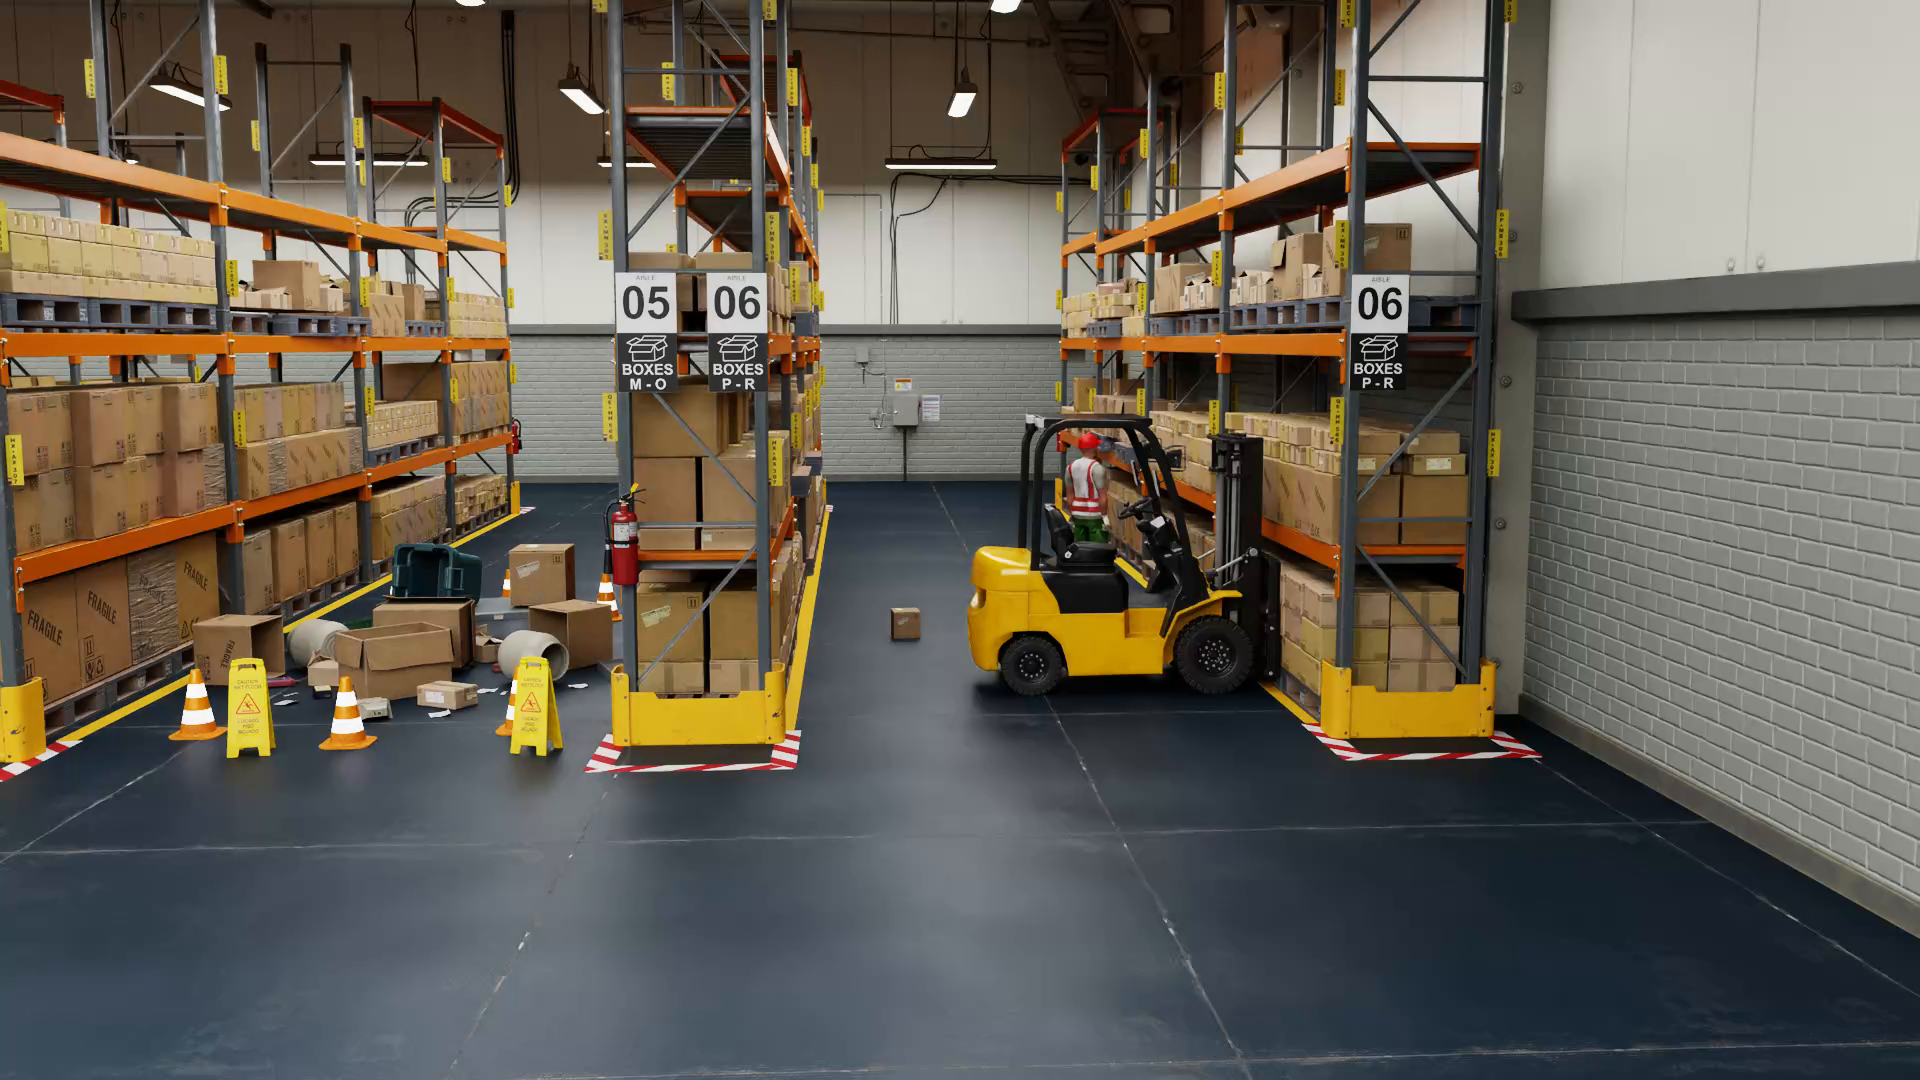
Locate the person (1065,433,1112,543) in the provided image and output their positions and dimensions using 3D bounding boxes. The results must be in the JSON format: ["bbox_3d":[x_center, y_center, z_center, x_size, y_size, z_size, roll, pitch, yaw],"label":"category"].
[{"bbox_3d":[1.386,-0.238,17.622,0.373,1.795,0.544,-7,9,-44],"label":"person"}]
